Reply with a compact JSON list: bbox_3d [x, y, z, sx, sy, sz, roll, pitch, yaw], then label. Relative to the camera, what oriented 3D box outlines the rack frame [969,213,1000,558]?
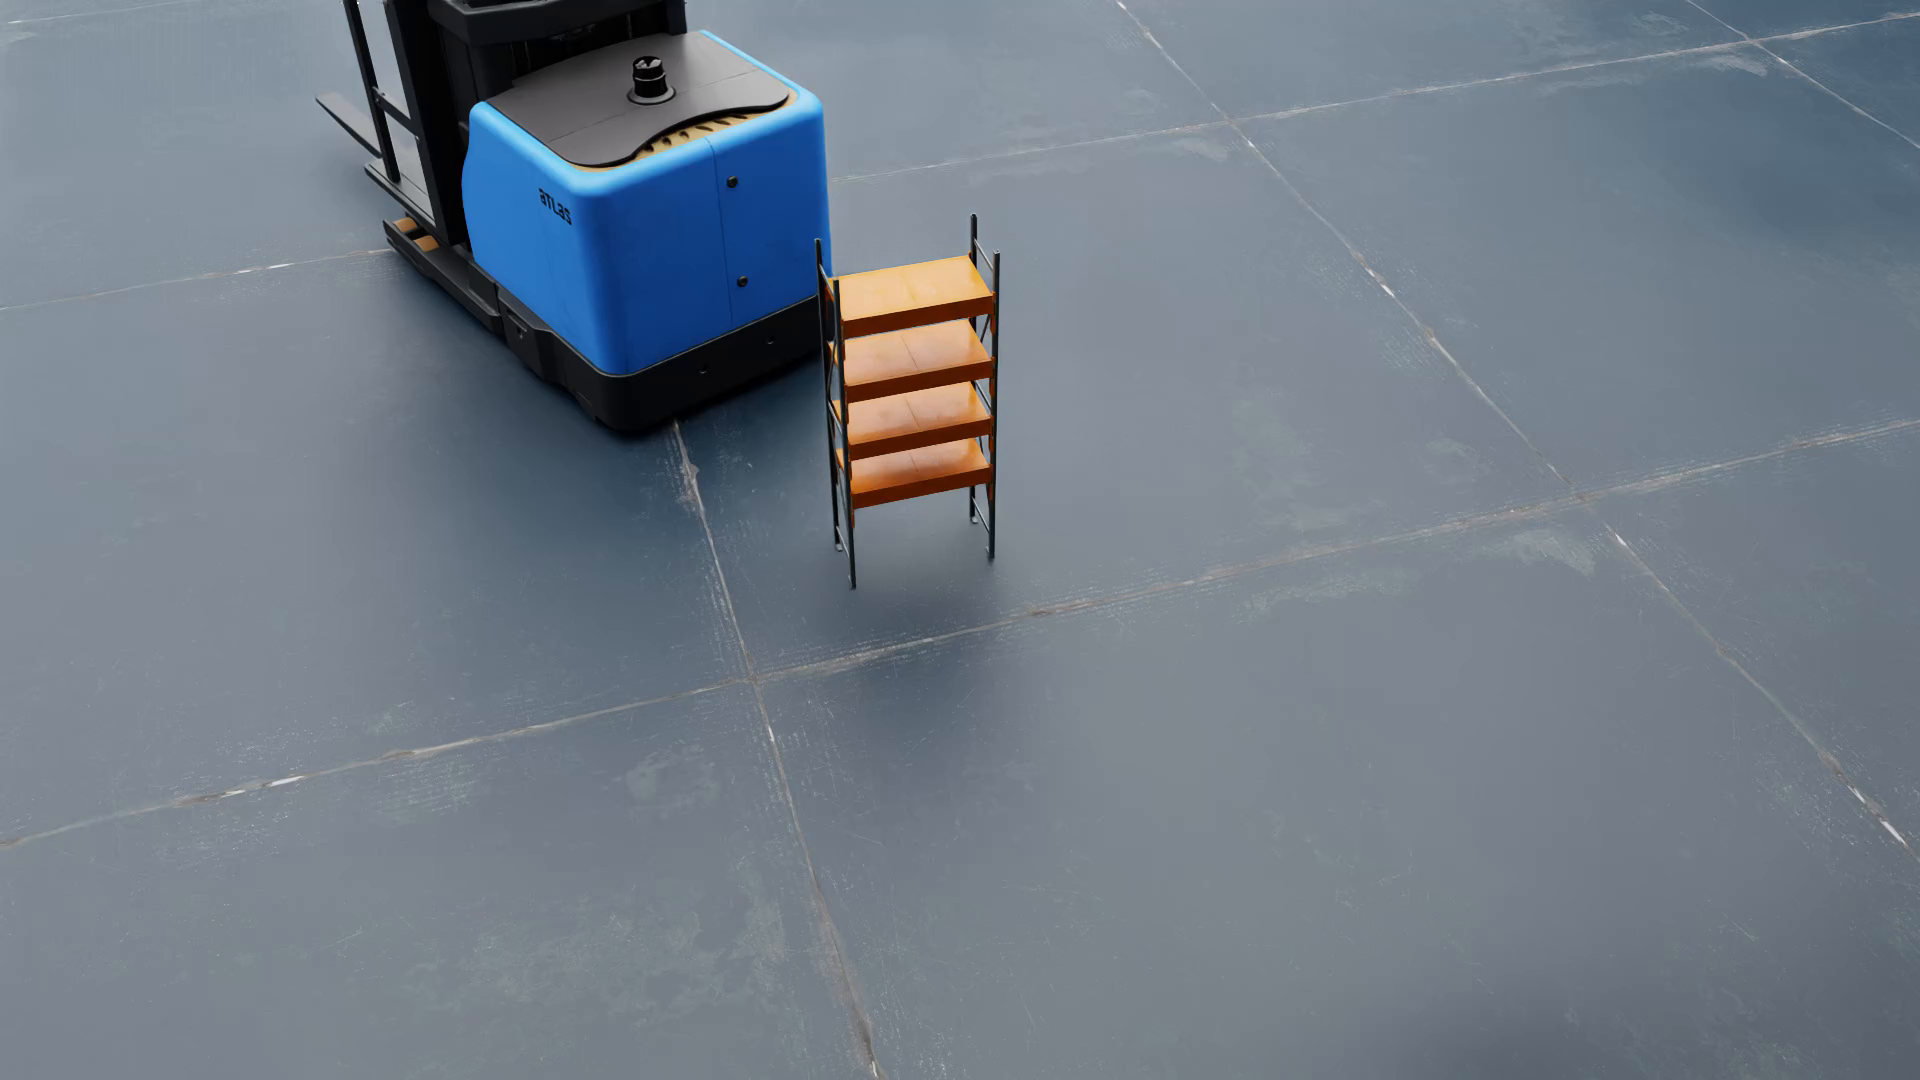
[{"bbox_3d":[0.075,-0.467,5.373,0.015,1.200,0.240,-12,42,-13],"label":"rack frame"}]

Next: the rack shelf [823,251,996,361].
[{"bbox_3d":[-0.158,-0.715,5.059,0.480,0.148,0.258,-12,42,-13],"label":"rack shelf"}]

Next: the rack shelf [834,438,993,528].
[{"bbox_3d":[-0.158,-0.219,5.493,0.480,0.148,0.258,-12,42,-13],"label":"rack shelf"}]

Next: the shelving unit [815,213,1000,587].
[{"bbox_3d":[-0.158,-0.419,5.318,0.503,1.200,0.258,-12,42,-13],"label":"shelving unit"}]

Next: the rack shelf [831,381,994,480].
[{"bbox_3d":[-0.158,-0.368,5.362,0.480,0.148,0.258,-12,42,-13],"label":"rack shelf"}]

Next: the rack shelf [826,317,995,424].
[{"bbox_3d":[-0.158,-0.537,5.215,0.480,0.148,0.258,-12,42,-13],"label":"rack shelf"}]

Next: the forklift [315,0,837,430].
[{"bbox_3d":[-1.804,-2.408,6.279,1.130,2.935,3.031,-29,49,-29],"label":"forklift"}]

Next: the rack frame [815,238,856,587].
[{"bbox_3d":[-0.391,-0.371,5.263,0.015,1.200,0.240,-12,42,-13],"label":"rack frame"}]
